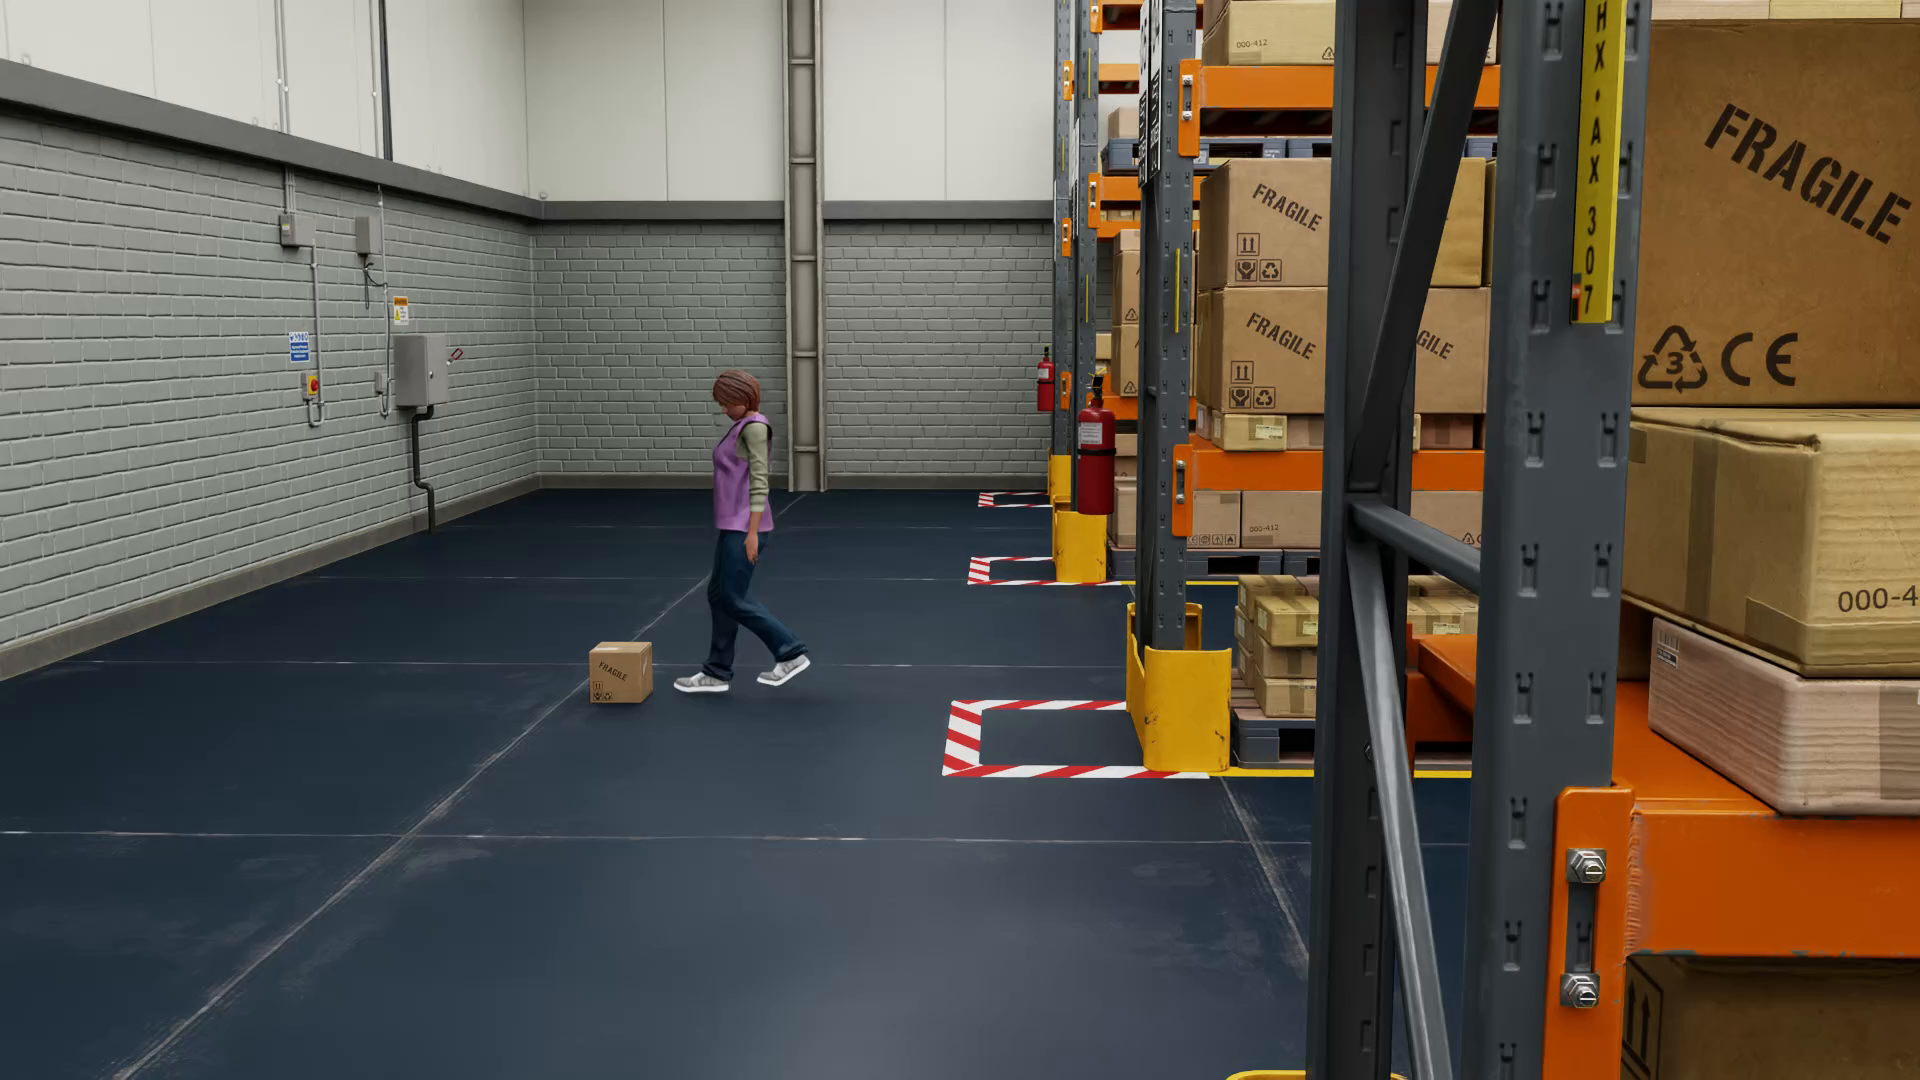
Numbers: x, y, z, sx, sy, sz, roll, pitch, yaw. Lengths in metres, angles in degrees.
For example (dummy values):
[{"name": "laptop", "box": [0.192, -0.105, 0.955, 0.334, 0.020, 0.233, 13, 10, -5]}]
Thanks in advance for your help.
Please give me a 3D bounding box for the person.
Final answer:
[{"name": "person", "box": [-1.064, -0.026, 8.011, 0.647, 1.556, 0.443, -2, 8, -12]}]
